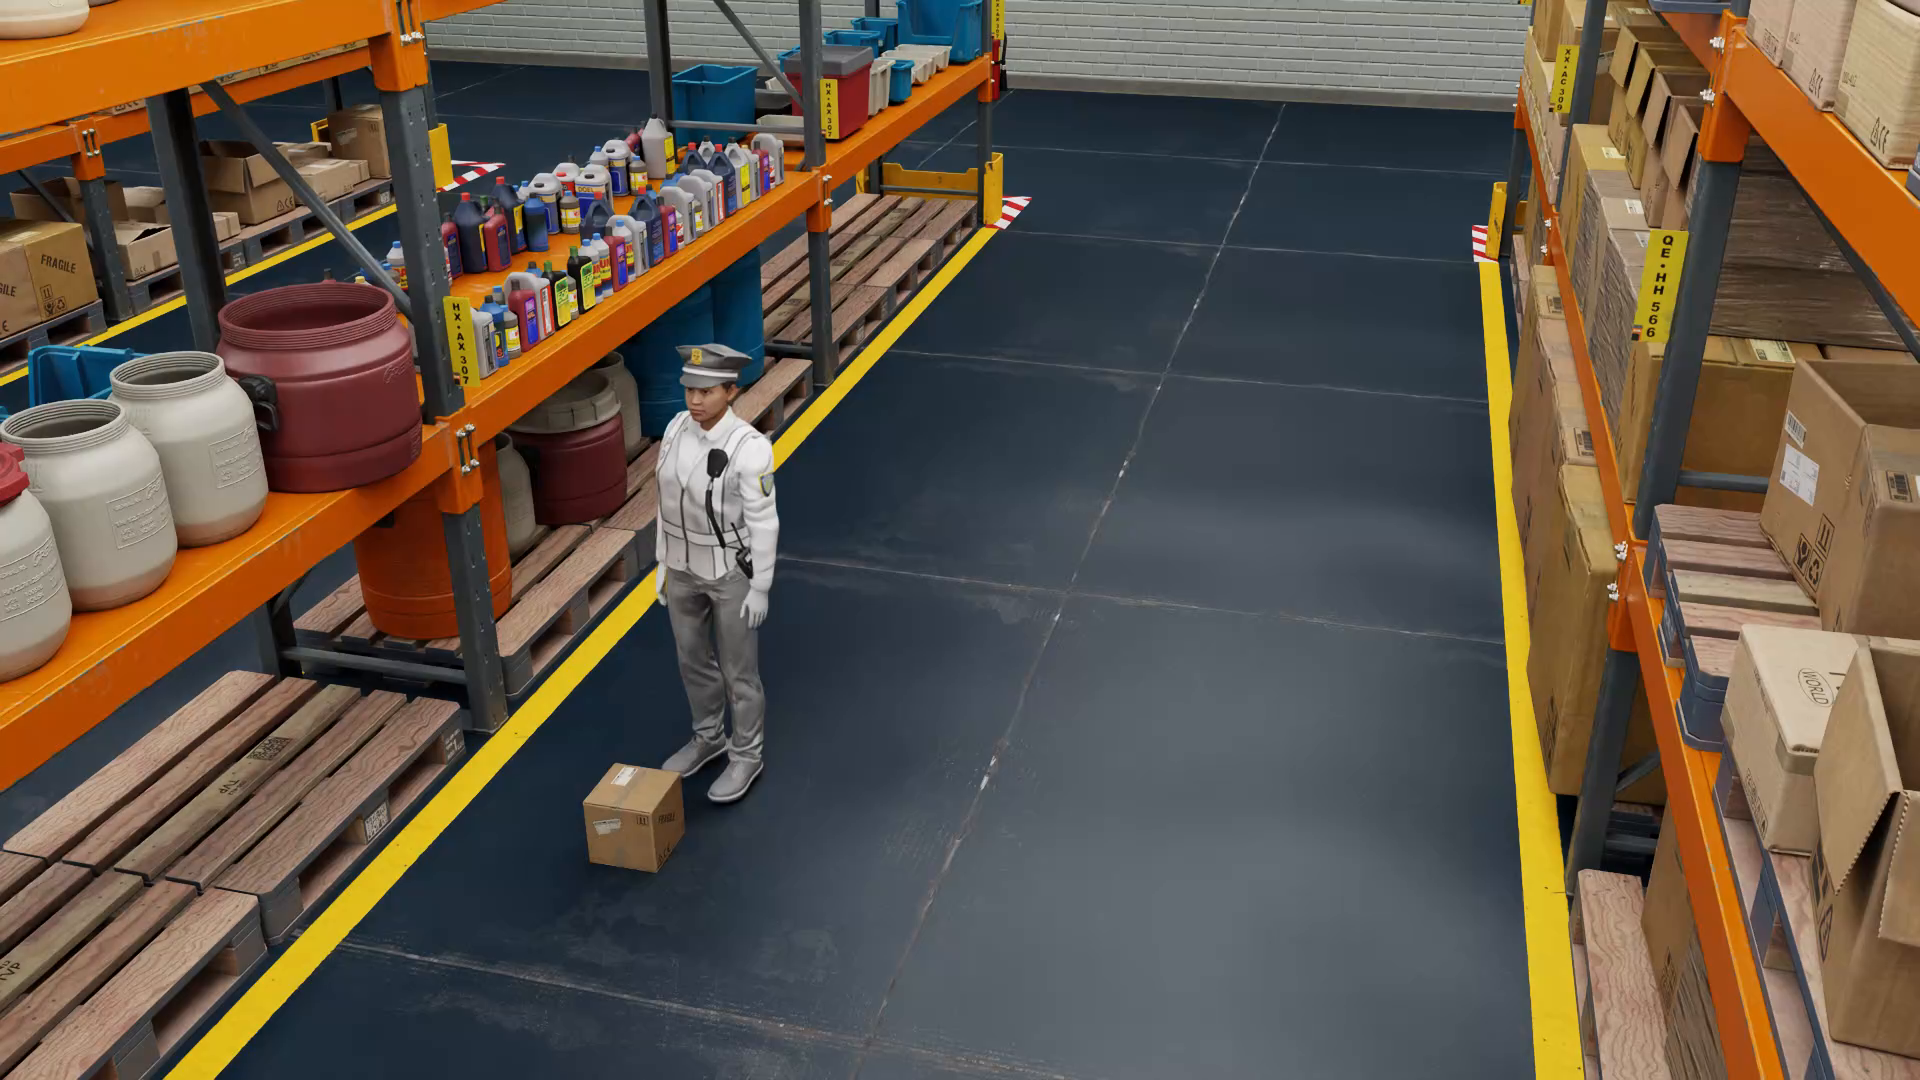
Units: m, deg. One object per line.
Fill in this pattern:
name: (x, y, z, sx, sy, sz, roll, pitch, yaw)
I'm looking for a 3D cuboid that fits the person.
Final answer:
person: (-0.856, 0.120, 5.809, 0.506, 1.715, 0.359, 15, 29, 28)
